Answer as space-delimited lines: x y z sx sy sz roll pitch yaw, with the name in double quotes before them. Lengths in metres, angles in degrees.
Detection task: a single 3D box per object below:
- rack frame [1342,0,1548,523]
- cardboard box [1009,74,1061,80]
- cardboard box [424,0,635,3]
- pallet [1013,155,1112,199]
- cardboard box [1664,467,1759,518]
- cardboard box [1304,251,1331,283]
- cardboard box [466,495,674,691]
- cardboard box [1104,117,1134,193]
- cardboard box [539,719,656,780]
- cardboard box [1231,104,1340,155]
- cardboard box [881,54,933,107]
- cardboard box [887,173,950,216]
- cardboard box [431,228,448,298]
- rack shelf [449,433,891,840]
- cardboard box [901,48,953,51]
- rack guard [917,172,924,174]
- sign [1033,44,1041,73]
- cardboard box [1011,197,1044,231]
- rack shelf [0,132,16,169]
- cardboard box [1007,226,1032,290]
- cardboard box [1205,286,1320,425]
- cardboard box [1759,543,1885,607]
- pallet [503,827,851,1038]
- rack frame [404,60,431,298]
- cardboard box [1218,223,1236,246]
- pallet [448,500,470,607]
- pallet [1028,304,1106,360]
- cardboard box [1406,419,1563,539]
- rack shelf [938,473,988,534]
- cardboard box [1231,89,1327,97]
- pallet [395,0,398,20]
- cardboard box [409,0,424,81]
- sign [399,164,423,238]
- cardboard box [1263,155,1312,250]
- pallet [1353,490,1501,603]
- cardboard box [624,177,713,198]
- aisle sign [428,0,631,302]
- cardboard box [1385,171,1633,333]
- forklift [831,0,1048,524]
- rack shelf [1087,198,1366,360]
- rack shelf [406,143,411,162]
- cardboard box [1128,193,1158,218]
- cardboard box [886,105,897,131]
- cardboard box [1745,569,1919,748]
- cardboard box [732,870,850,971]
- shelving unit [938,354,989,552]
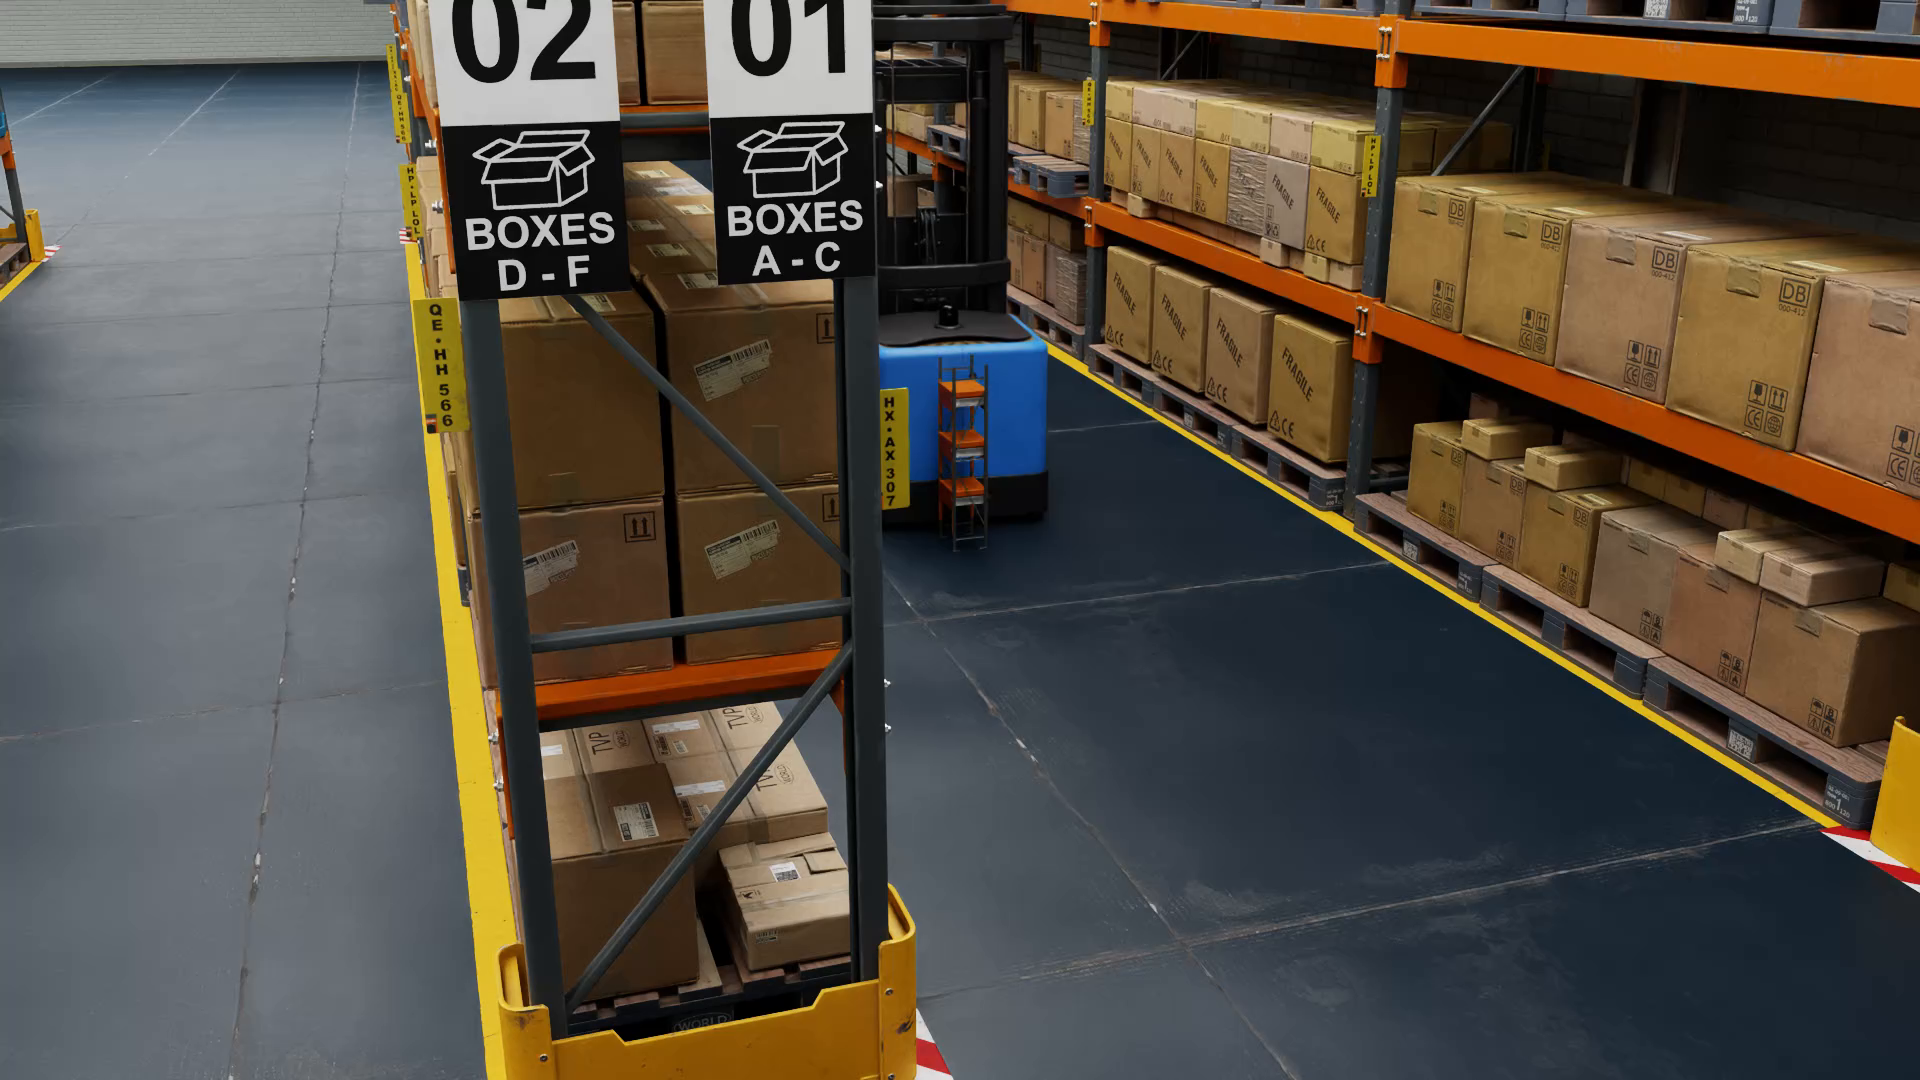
"rack frame" 2.747 -1.583 9.385 1.000 3.000 0.127 -6 21 -17
"cardboard box" 0.529 -4.057 15.475 0.700 0.500 0.500 -4 20 -12
"cardboard box" -1.100 -1.486 4.160 0.500 0.250 0.500 -6 21 -17
"pallet" 1.165 -2.993 13.596 1.213 0.211 1.003 -6 21 -17
"cardboard box" 3.519 -0.227 7.729 0.380 0.149 0.250 -6 21 -17
"cardboard box" 2.270 -1.631 9.861 0.380 0.149 0.250 -6 21 -16
"cardboard box" -1.096 0.067 4.645 0.500 0.500 0.500 -6 21 -16
"cardboard box" 1.400 -2.880 12.379 0.500 0.500 0.500 -6 21 -16
"cardboard box" -1.372 0.859 6.004 0.500 0.250 0.500 -6 21 -17
"cardboard box" 2.046 -2.583 10.445 0.500 0.250 0.500 -6 21 -16
"cardboard box" -0.520 -4.883 17.656 0.500 0.500 0.500 -7 21 -19
"cardboard box" -0.530 -3.809 18.630 0.700 0.500 0.500 -8 21 -21
"cardboard box" -1.425 -0.731 5.386 0.500 0.500 0.500 -6 21 -16
"rack shelf" -1.326 -0.075 6.251 1.077 0.370 4.000 -6 21 -17
"cardboard box" -0.359 -5.268 18.730 0.500 0.500 0.500 -7 21 -19
"rack guard" -1.001 -4.233 20.461 1.175 0.500 0.348 -6 21 -17
"sign" 0.759 -4.755 16.504 0.100 0.325 0.005 -6 21 -17
"cardboard box" 0.789 -2.991 15.245 0.500 0.250 0.500 -7 21 -19
"rack shelf" -9.801 -3.400 15.510 1.077 0.370 4.000 -6 21 -17
"cardboard box" 0.812 -2.617 15.313 0.700 0.500 0.500 -6 21 -17
"cardboard box" 2.137 -1.248 11.013 0.750 0.750 0.750 -6 21 -16
"cardboard box" 3.476 0.139 6.710 0.380 0.149 0.250 -7 21 -18
"pallet" -0.972 1.261 5.594 1.003 0.211 1.213 -6 21 -17
"rack frame" -3.211 -2.339 11.490 1.000 3.000 0.127 -6 21 -17
"cardboard box" 1.942 -2.051 11.031 0.380 0.149 0.250 -6 21 -15
"pallet" -2.246 0.000 9.103 1.003 0.211 1.213 -6 21 -17
"pallet" 1.246 -1.805 14.129 1.003 0.211 1.213 -6 21 -17
"cardboard box" 2.885 -0.353 9.038 0.700 0.500 0.500 -6 21 -17
"rack shelf" 0.017 -0.205 9.289 0.215 0.259 0.240 -6 21 -17
"cardboard box" 2.196 -2.966 11.510 0.500 0.250 0.500 -7 21 -19
"pallet" -2.421 -2.927 8.970 1.213 0.211 1.003 -6 21 -17
"cardboard box" -1.425 -1.570 5.135 0.500 0.250 0.500 -6 21 -17
"sign" -2.480 -1.540 7.553 0.100 0.325 0.005 -6 21 -17
"cardboard box" 2.193 -2.063 10.105 0.500 0.500 0.500 -6 21 -17
"pallet" 2.912 -0.018 9.154 1.003 0.211 1.213 -6 21 -17
"cardboard box" -1.228 -1.112 6.448 0.500 0.500 0.500 -6 21 -17
"aisle sign" -0.966 -0.940 3.752 0.394 0.787 0.004 -6 21 -17
"cardboard box" 2.902 -1.548 8.845 0.980 0.700 0.700 -6 21 -16
"forklift" -0.301 -1.934 10.466 1.130 2.935 3.031 -4 20 -12
"rack shelf" 2.119 -1.886 11.294 1.077 0.370 4.000 -6 21 -17
"rack shelf" -5.097 -3.926 16.972 1.077 0.370 4.000 -6 21 -17
"cardboard box" 1.448 -2.451 12.145 0.380 0.149 0.250 -6 21 -16
"cardboard box" -0.525 -4.529 17.780 0.500 0.250 0.500 -7 21 -18
"cardboard box" 3.690 0.466 6.759 0.700 0.500 0.500 -6 21 -17
"cardboard box" -0.502 1.192 5.226 0.380 0.149 0.250 -6 21 -17
"shelving unit" 0.017 -0.477 9.191 0.215 1.050 0.252 -6 21 -17
